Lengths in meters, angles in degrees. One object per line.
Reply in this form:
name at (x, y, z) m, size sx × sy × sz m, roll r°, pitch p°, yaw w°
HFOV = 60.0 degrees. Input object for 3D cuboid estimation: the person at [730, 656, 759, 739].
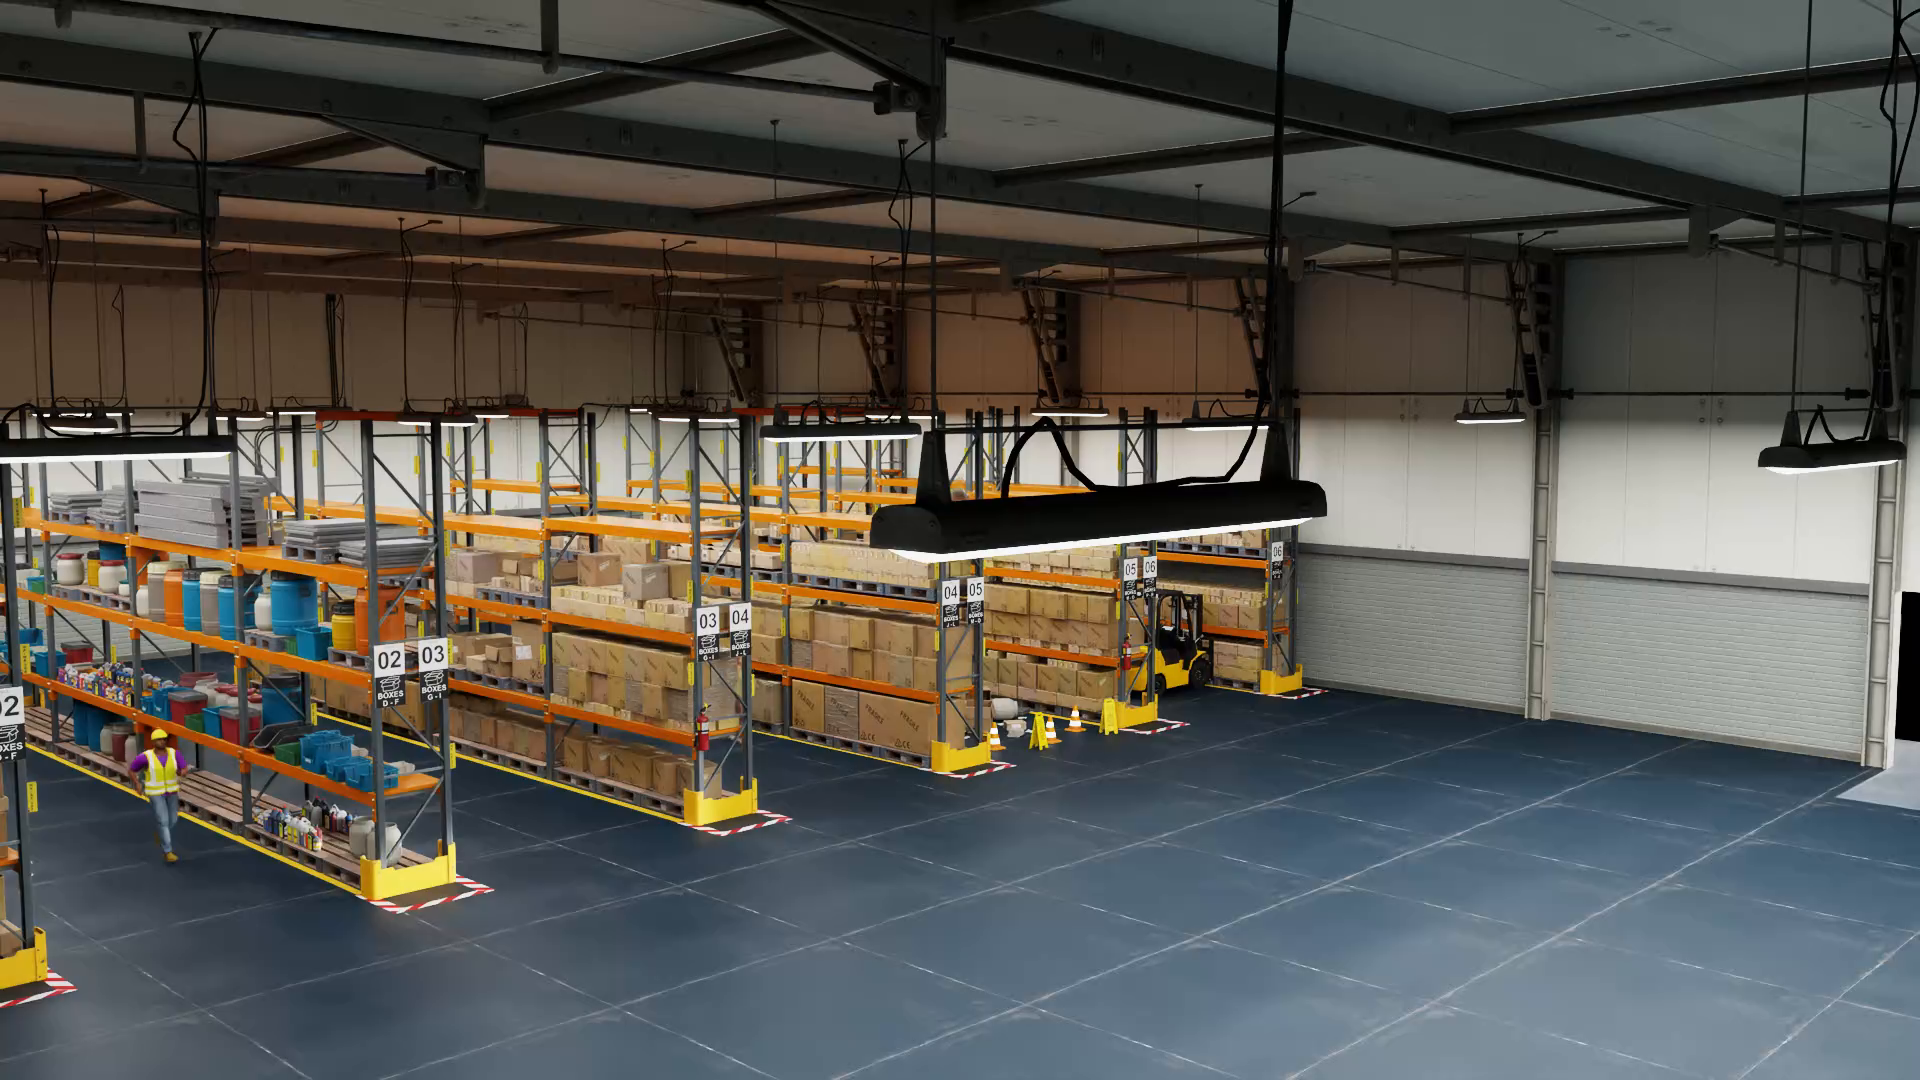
person at (-3.957, 2.855, 30.054) m, size 0.799 × 1.696 × 0.493 m, roll 3°, pitch 6°, yaw 34°

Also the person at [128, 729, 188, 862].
person at (-10.850, 3.438, 22.610) m, size 0.968 × 1.747 × 0.710 m, roll 5°, pitch 7°, yaw 43°
